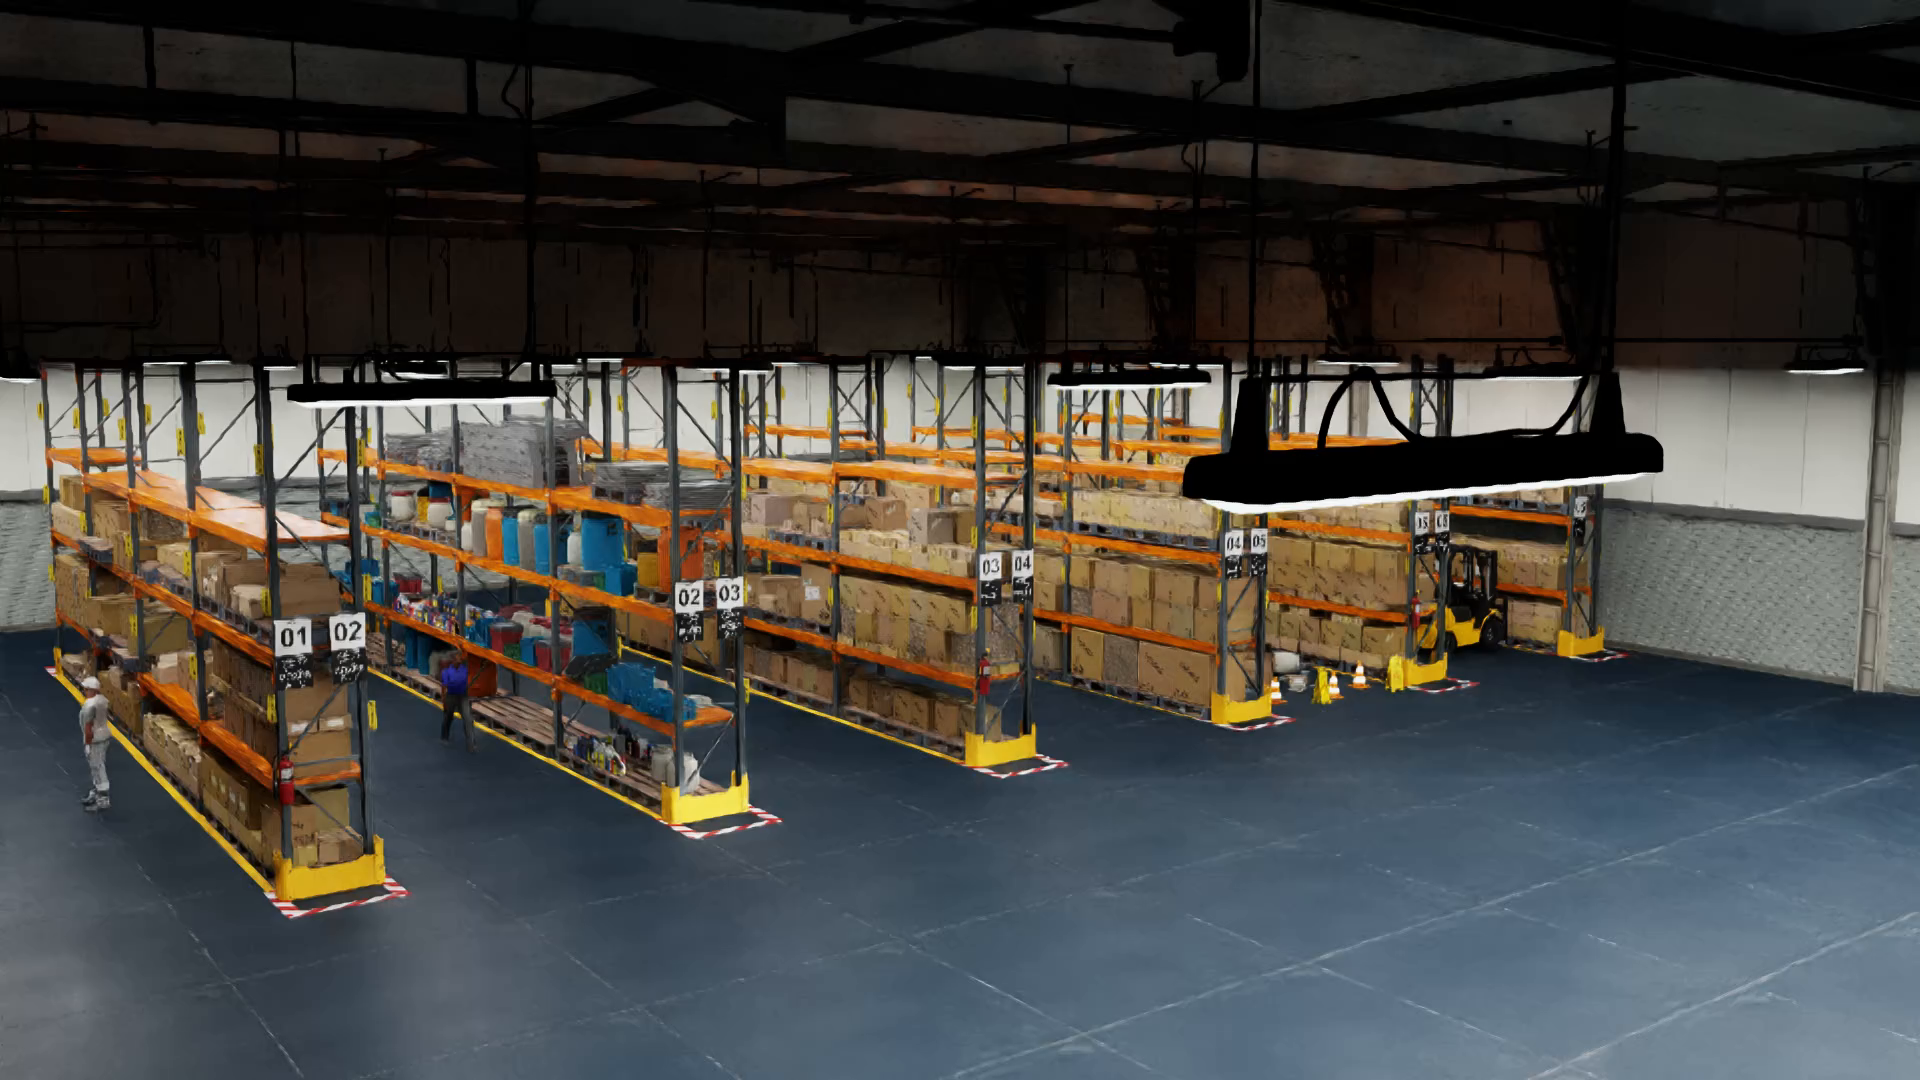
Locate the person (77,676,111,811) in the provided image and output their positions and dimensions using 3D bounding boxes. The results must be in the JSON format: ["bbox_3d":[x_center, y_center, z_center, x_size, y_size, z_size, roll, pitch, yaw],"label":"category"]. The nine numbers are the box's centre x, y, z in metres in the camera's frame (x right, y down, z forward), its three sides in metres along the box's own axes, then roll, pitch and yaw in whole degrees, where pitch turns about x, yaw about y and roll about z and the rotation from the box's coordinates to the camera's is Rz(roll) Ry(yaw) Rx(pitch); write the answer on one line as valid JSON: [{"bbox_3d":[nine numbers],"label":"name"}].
[{"bbox_3d":[-11.754,2.734,22.492,0.489,1.787,0.608,-1,7,-6],"label":"person"}]

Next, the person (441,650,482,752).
[{"bbox_3d":[-7.772,2.460,25.651,0.447,1.574,1.088,-5,8,-34],"label":"person"}]
